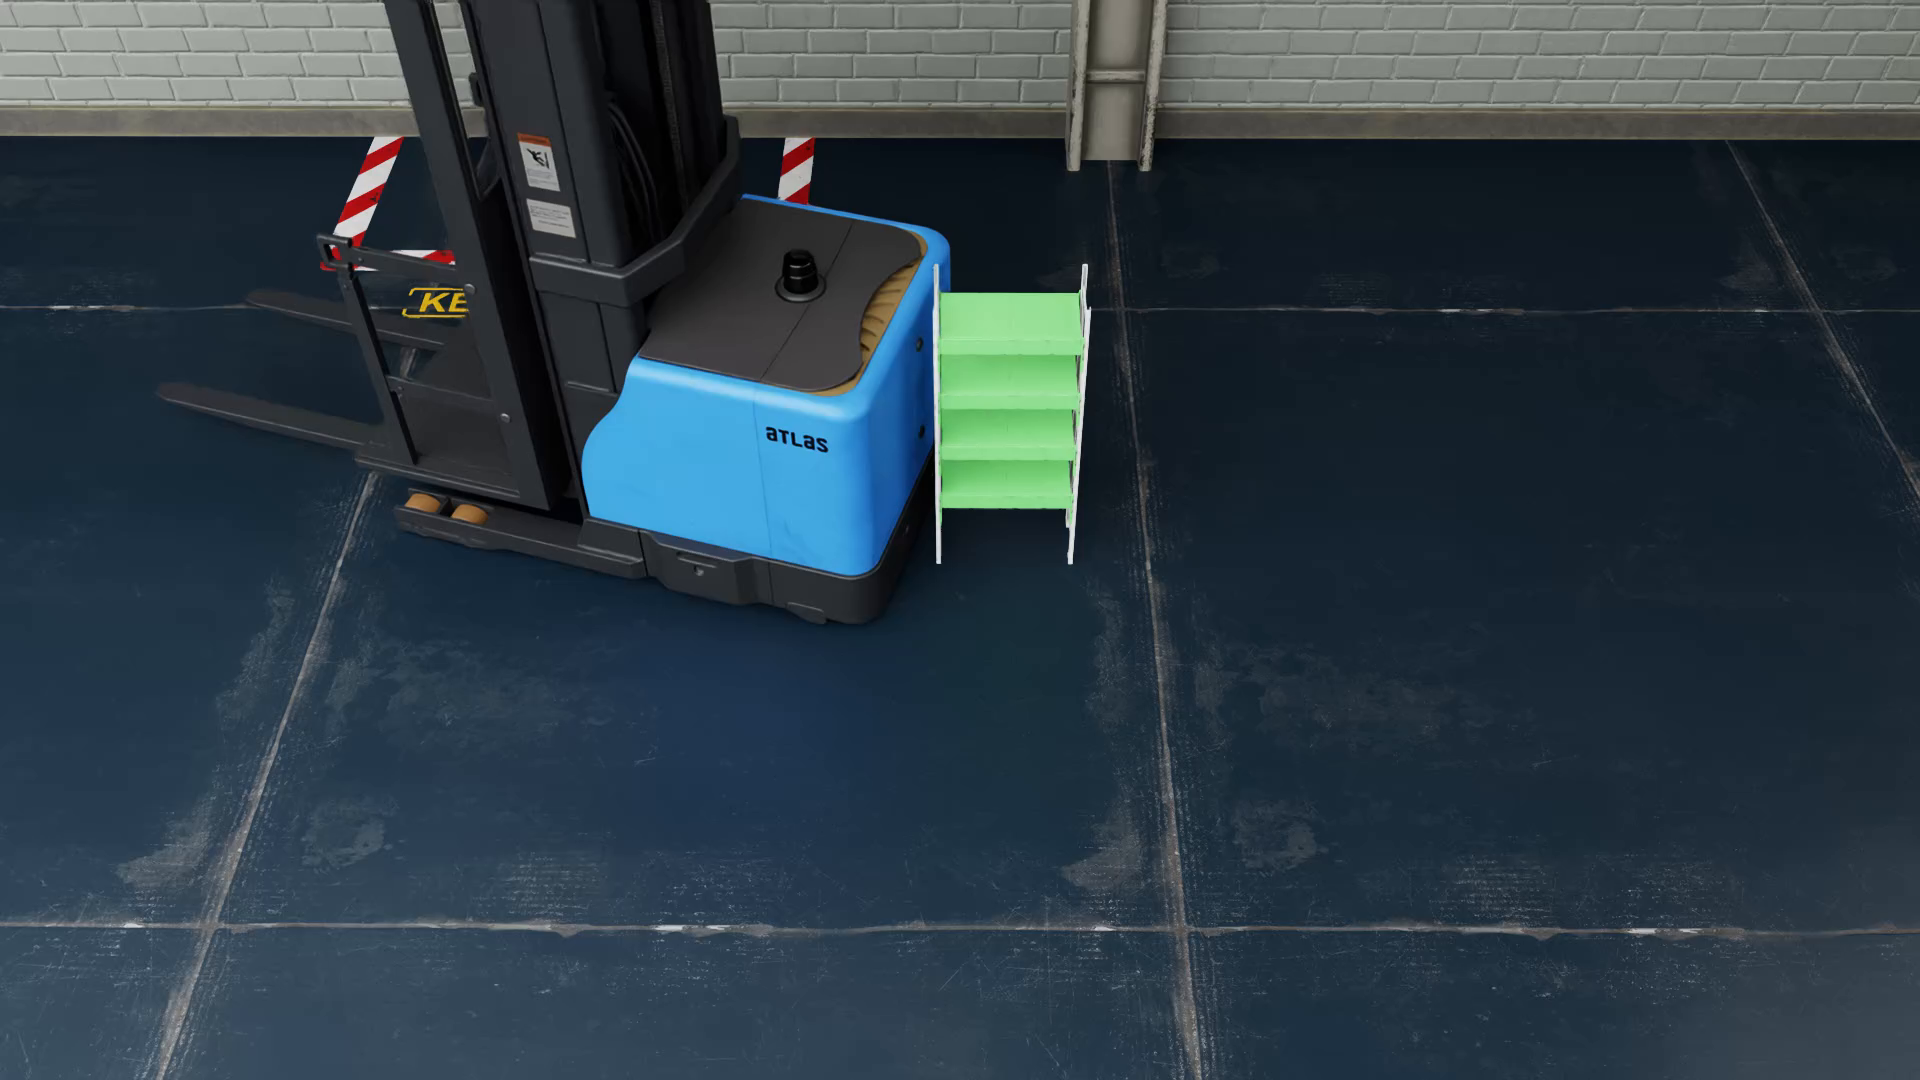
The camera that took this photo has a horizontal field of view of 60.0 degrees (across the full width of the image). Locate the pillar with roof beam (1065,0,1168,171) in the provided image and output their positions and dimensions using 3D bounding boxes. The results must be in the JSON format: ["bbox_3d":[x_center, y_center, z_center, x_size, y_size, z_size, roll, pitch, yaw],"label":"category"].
[{"bbox_3d":[0.692,-1.777,1.756,0.400,9.000,9.100,0,47,0],"label":"pillar with roof beam"}]

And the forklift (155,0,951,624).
[{"bbox_3d":[-1.594,-1.326,5.482,3.031,2.935,1.130,13,48,12],"label":"forklift"}]

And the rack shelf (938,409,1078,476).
[{"bbox_3d":[0.166,-0.365,5.857,0.480,0.148,0.258,0,47,0],"label":"rack shelf"}]

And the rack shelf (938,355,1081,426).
[{"bbox_3d":[0.166,-0.528,5.681,0.480,0.148,0.258,0,47,0],"label":"rack shelf"}]

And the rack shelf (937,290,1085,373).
[{"bbox_3d":[0.166,-0.692,5.506,0.480,0.148,0.258,0,47,0],"label":"rack shelf"}]

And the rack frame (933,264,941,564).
[{"bbox_3d":[-0.078,-0.409,5.811,0.015,1.200,0.240,0,47,0],"label":"rack frame"}]

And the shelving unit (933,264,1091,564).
[{"bbox_3d":[0.166,-0.408,5.810,0.503,1.200,0.258,0,47,0],"label":"shelving unit"}]

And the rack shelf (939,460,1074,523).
[{"bbox_3d":[0.166,-0.201,6.033,0.480,0.148,0.258,0,47,0],"label":"rack shelf"}]

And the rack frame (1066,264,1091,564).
[{"bbox_3d":[0.410,-0.408,5.810,0.015,1.200,0.240,0,47,0],"label":"rack frame"}]
